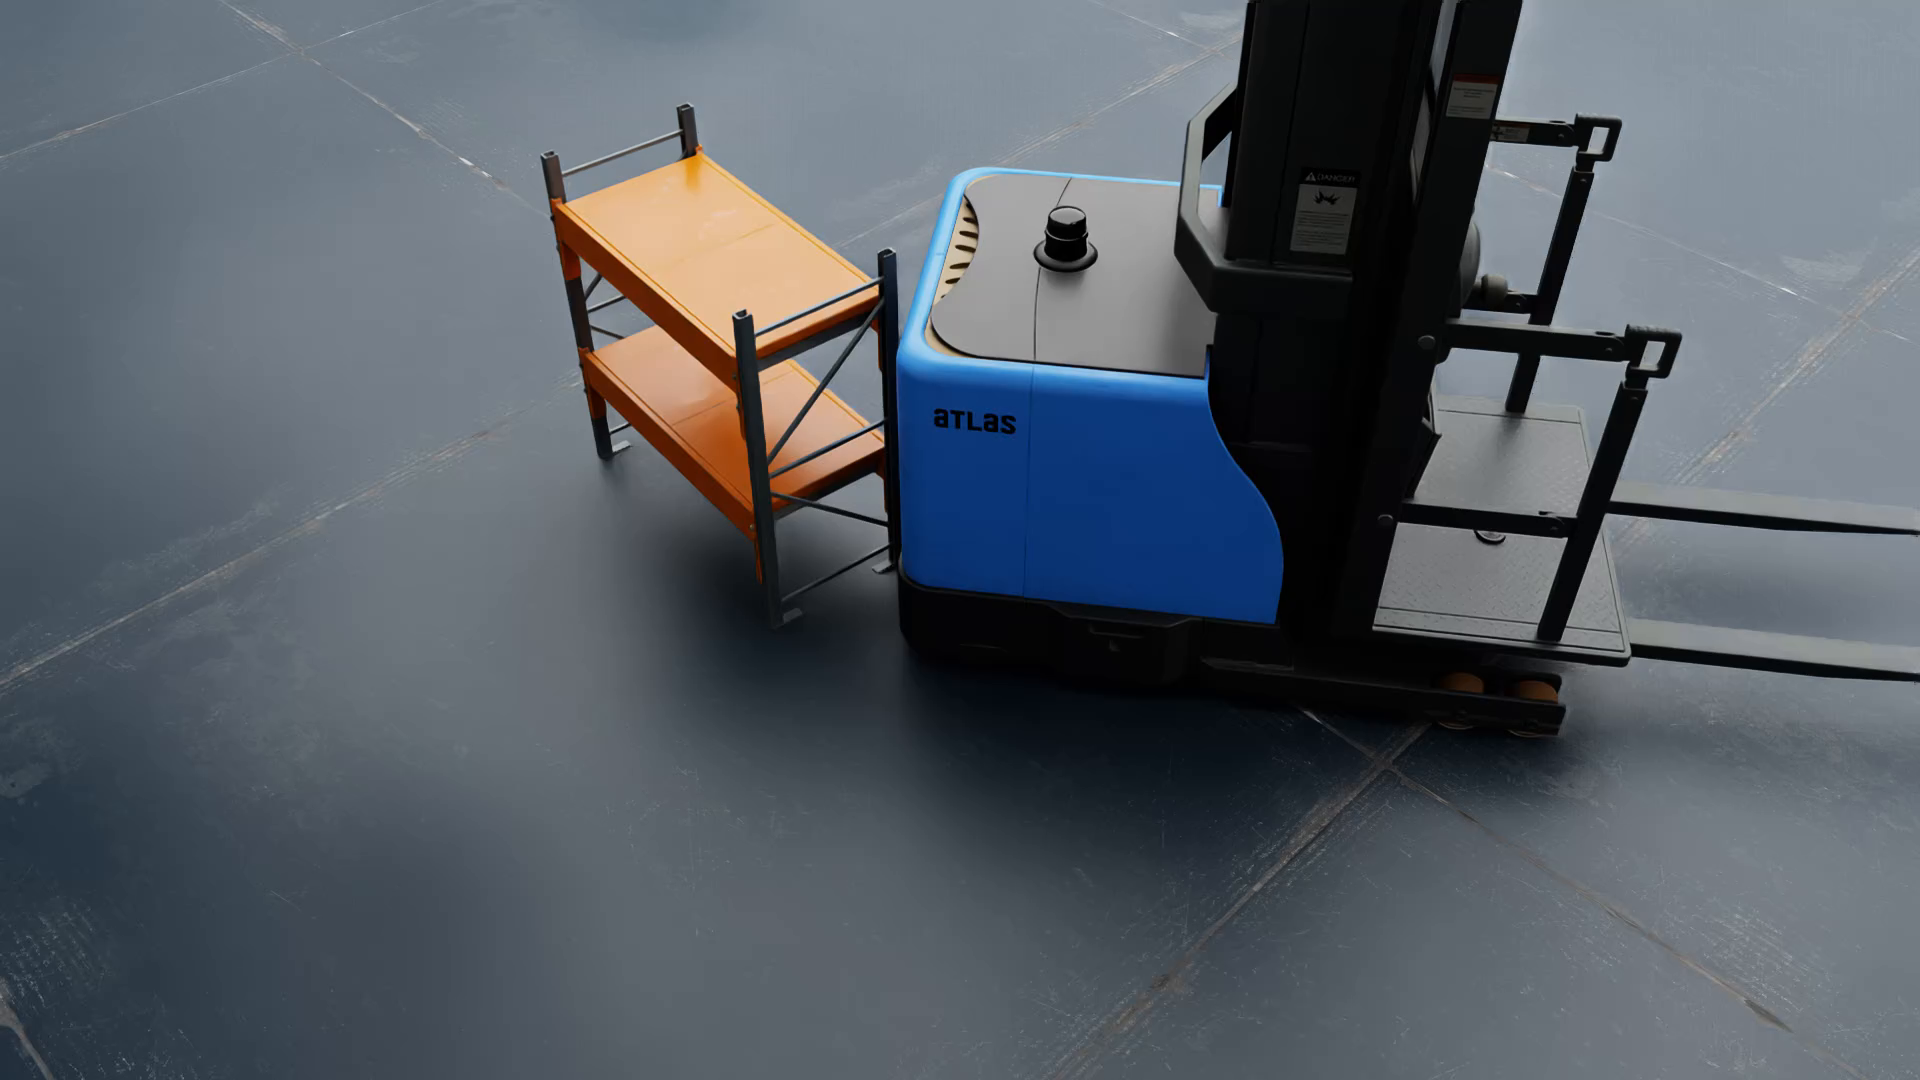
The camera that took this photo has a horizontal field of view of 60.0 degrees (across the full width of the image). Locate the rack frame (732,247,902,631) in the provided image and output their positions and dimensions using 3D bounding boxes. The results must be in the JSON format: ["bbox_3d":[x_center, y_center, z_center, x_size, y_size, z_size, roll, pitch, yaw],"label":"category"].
[{"bbox_3d":[-0.373,-0.256,4.699,0.500,1.125,0.032,-28,50,-27],"label":"rack frame"}]

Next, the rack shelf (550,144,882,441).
[{"bbox_3d":[-0.690,-0.741,4.792,0.538,0.278,1.000,-28,50,-27],"label":"rack shelf"}]

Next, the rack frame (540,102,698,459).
[{"bbox_3d":[-1.007,-0.796,5.283,0.500,1.125,0.032,-28,50,-27],"label":"rack frame"}]

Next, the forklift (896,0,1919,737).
[{"bbox_3d":[1.385,-0.913,4.079,3.031,2.935,1.130,6,43,6],"label":"forklift"}]

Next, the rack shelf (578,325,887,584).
[{"bbox_3d":[-0.690,-0.347,5.157,0.538,0.278,1.000,-28,50,-27],"label":"rack shelf"}]

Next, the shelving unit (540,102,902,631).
[{"bbox_3d":[-0.690,-0.526,4.991,0.538,1.125,1.048,-28,50,-27],"label":"shelving unit"}]
